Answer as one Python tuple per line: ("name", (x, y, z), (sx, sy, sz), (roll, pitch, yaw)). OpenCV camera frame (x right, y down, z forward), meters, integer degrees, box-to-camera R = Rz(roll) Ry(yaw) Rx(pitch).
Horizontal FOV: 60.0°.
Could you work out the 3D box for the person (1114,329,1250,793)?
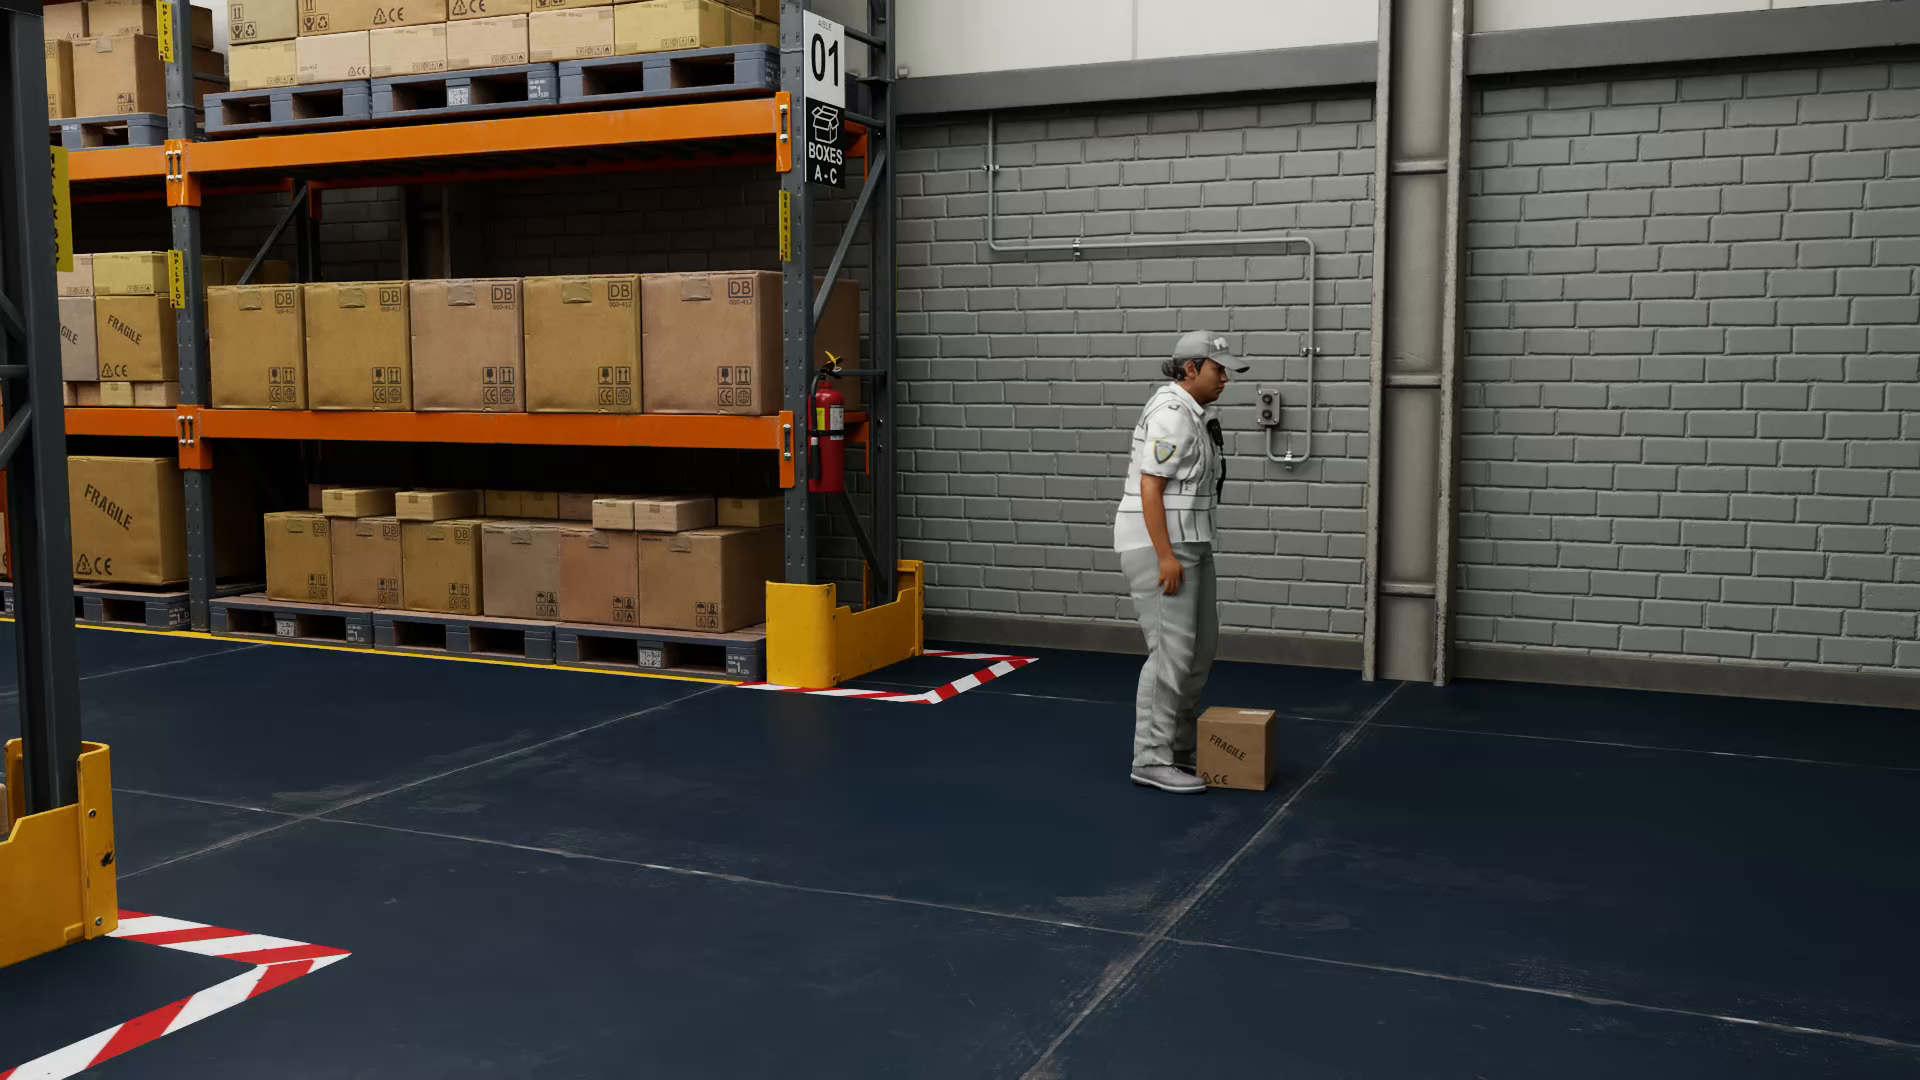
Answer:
("person", (0.823, 0.058, 6.167), (0.471, 1.666, 0.543), (2, 6, 23))
